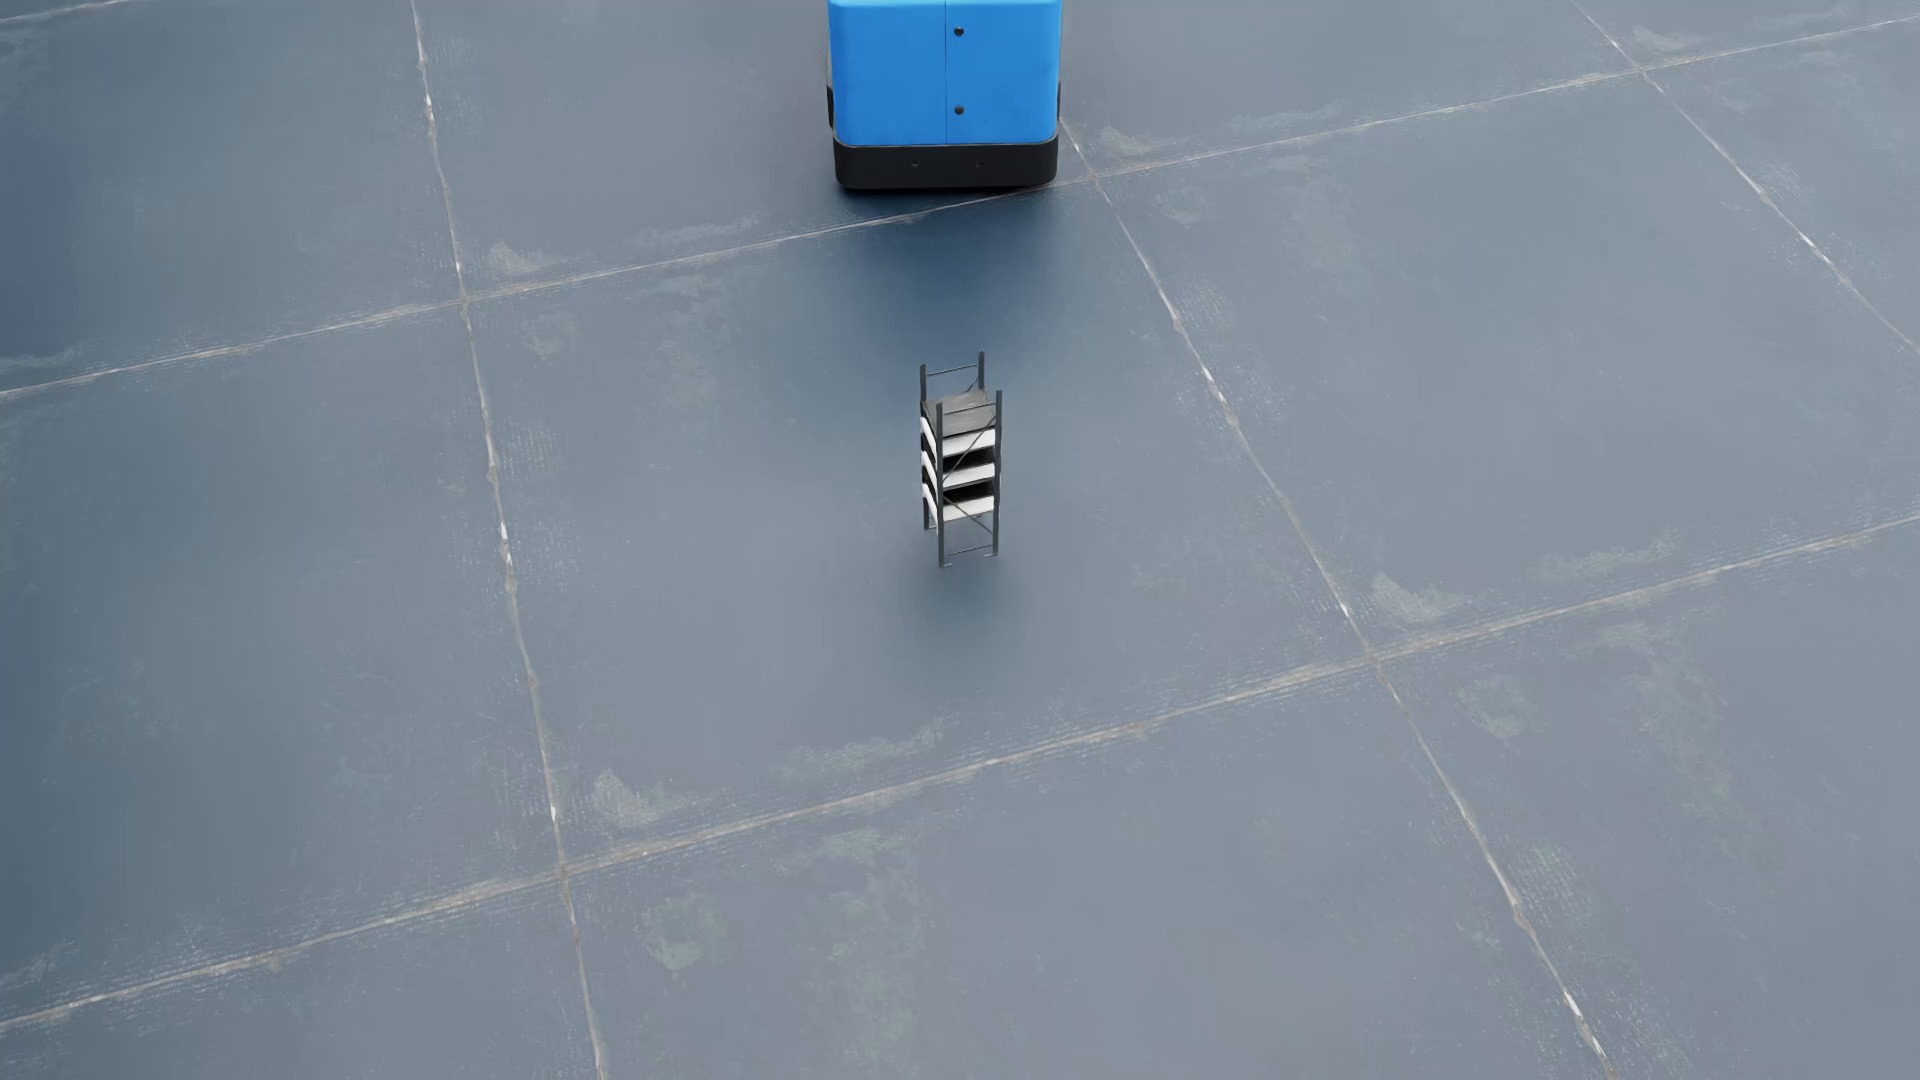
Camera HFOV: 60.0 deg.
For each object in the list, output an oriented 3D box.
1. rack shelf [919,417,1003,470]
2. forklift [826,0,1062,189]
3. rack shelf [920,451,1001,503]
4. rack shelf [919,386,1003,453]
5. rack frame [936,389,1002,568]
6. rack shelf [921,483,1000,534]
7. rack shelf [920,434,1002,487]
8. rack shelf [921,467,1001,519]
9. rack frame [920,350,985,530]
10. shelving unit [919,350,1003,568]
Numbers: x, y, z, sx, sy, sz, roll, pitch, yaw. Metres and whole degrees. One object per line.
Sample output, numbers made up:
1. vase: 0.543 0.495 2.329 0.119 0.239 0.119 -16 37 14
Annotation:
1. rack shelf: 0.002 -0.379 6.078 0.258 0.077 0.200 -13 51 -11
2. forklift: -0.106 -3.719 7.758 1.130 2.935 3.031 -1 50 -1
3. rack shelf: 0.002 -0.263 6.216 0.258 0.077 0.200 -13 51 -11
4. rack shelf: 0.002 -0.437 6.010 0.258 0.077 0.200 -13 51 -11
5. rack frame: 0.032 -0.210 6.128 0.240 0.900 0.006 -13 51 -11
6. rack shelf: 0.002 -0.147 6.354 0.258 0.077 0.200 -13 51 -11
7. rack shelf: 0.002 -0.321 6.147 0.258 0.077 0.200 -13 51 -11
8. rack shelf: 0.002 -0.205 6.285 0.258 0.077 0.200 -13 51 -11
9. rack frame: -0.028 -0.358 6.253 0.240 0.900 0.006 -13 51 -11
10. shelving unit: 0.002 -0.284 6.191 0.258 0.900 0.210 -13 51 -11
